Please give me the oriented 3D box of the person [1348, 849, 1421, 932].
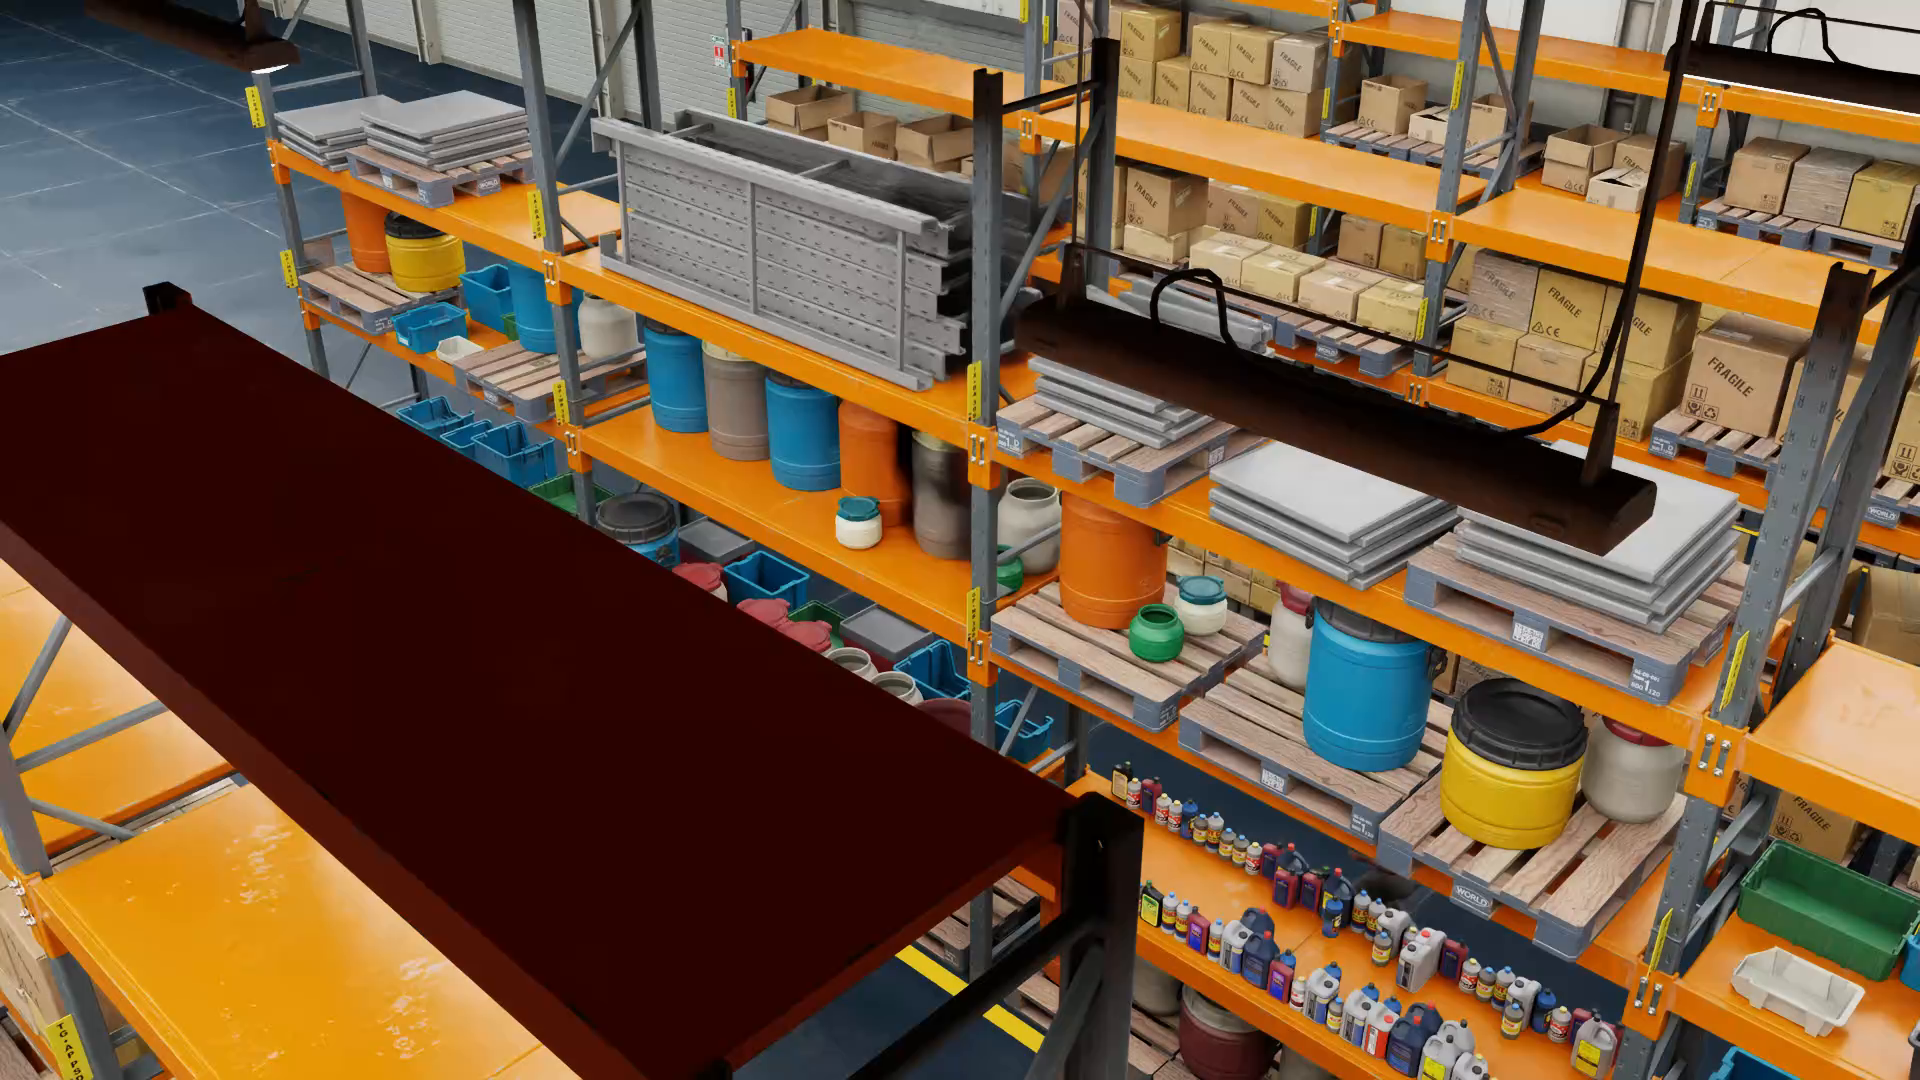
[{"bbox_3d":[2.771,2.117,10.609,0.552,1.583,0.571,23,37,35],"label":"person"}]
